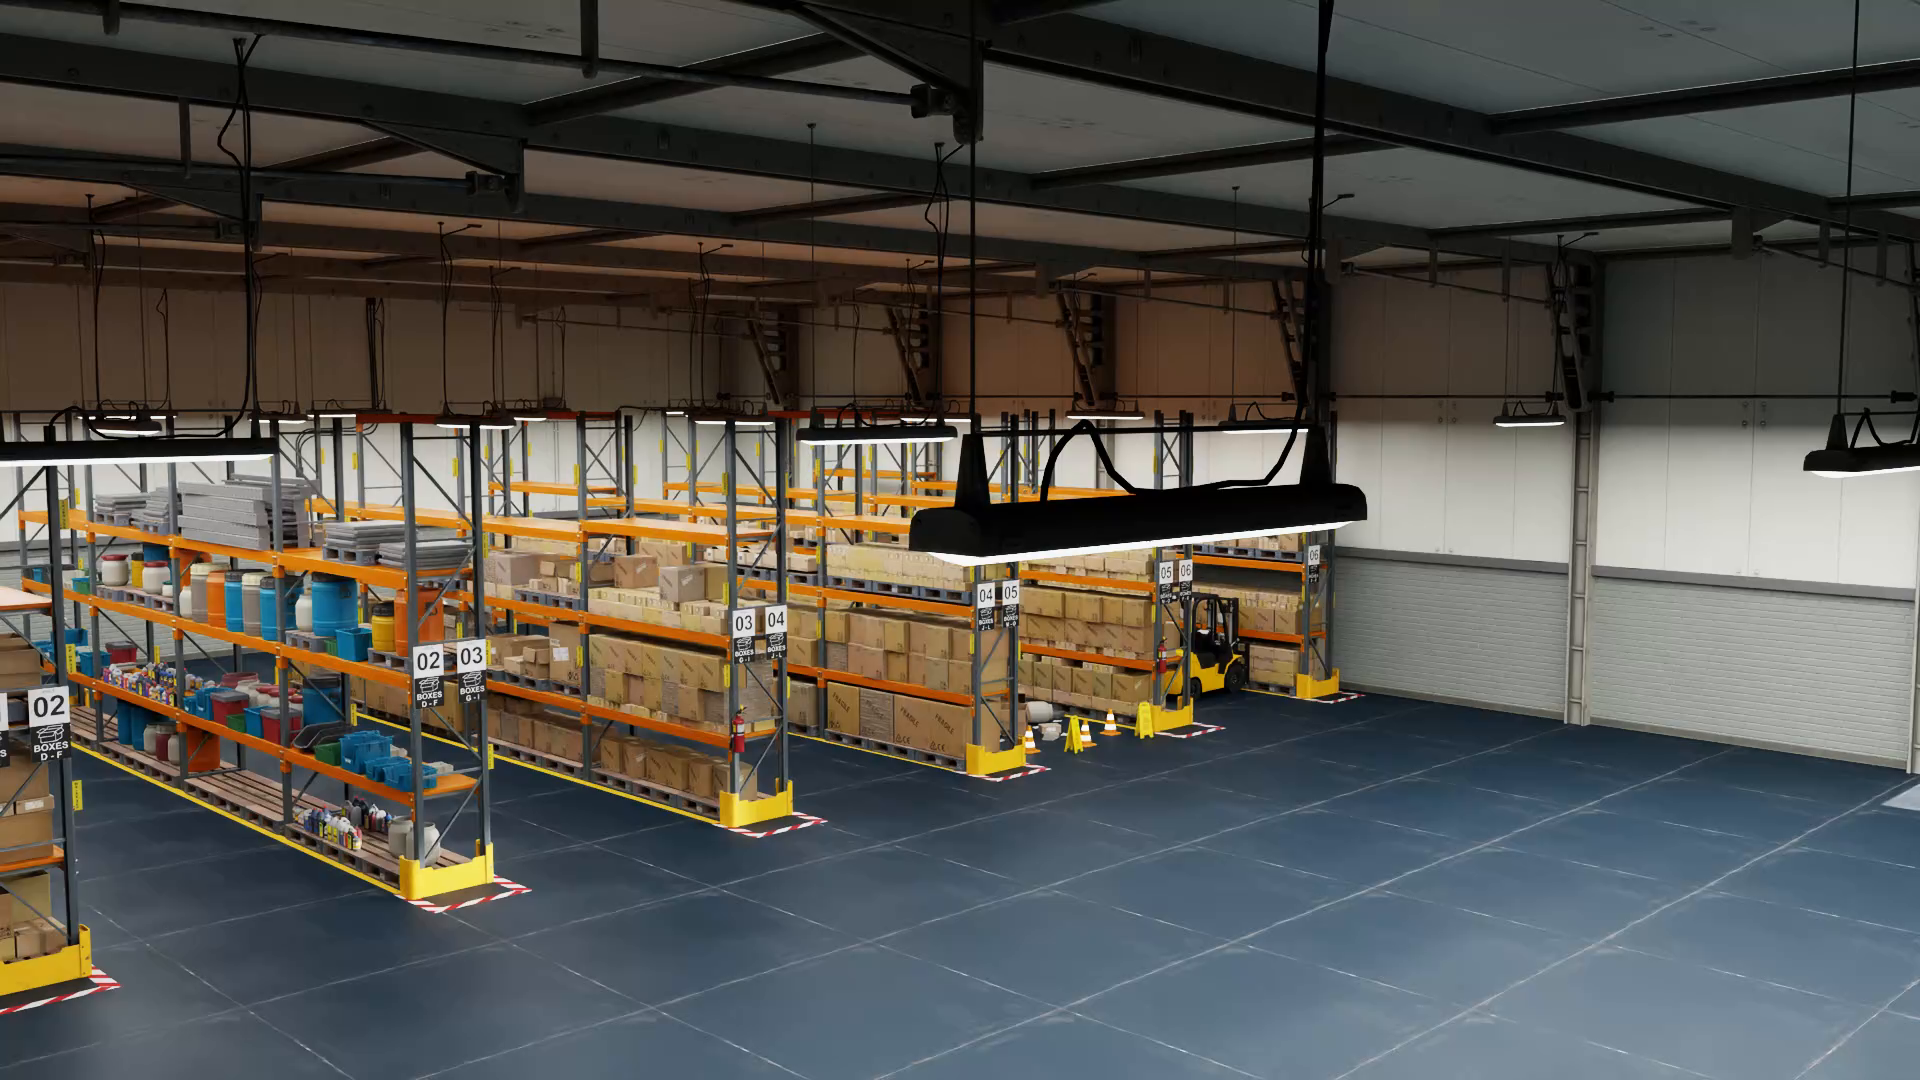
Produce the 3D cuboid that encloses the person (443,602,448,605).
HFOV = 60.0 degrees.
[{"bbox_3d":[-12.330,2.055,39.358,0.651,1.744,1.037,-2,5,-21],"label":"person"}]
